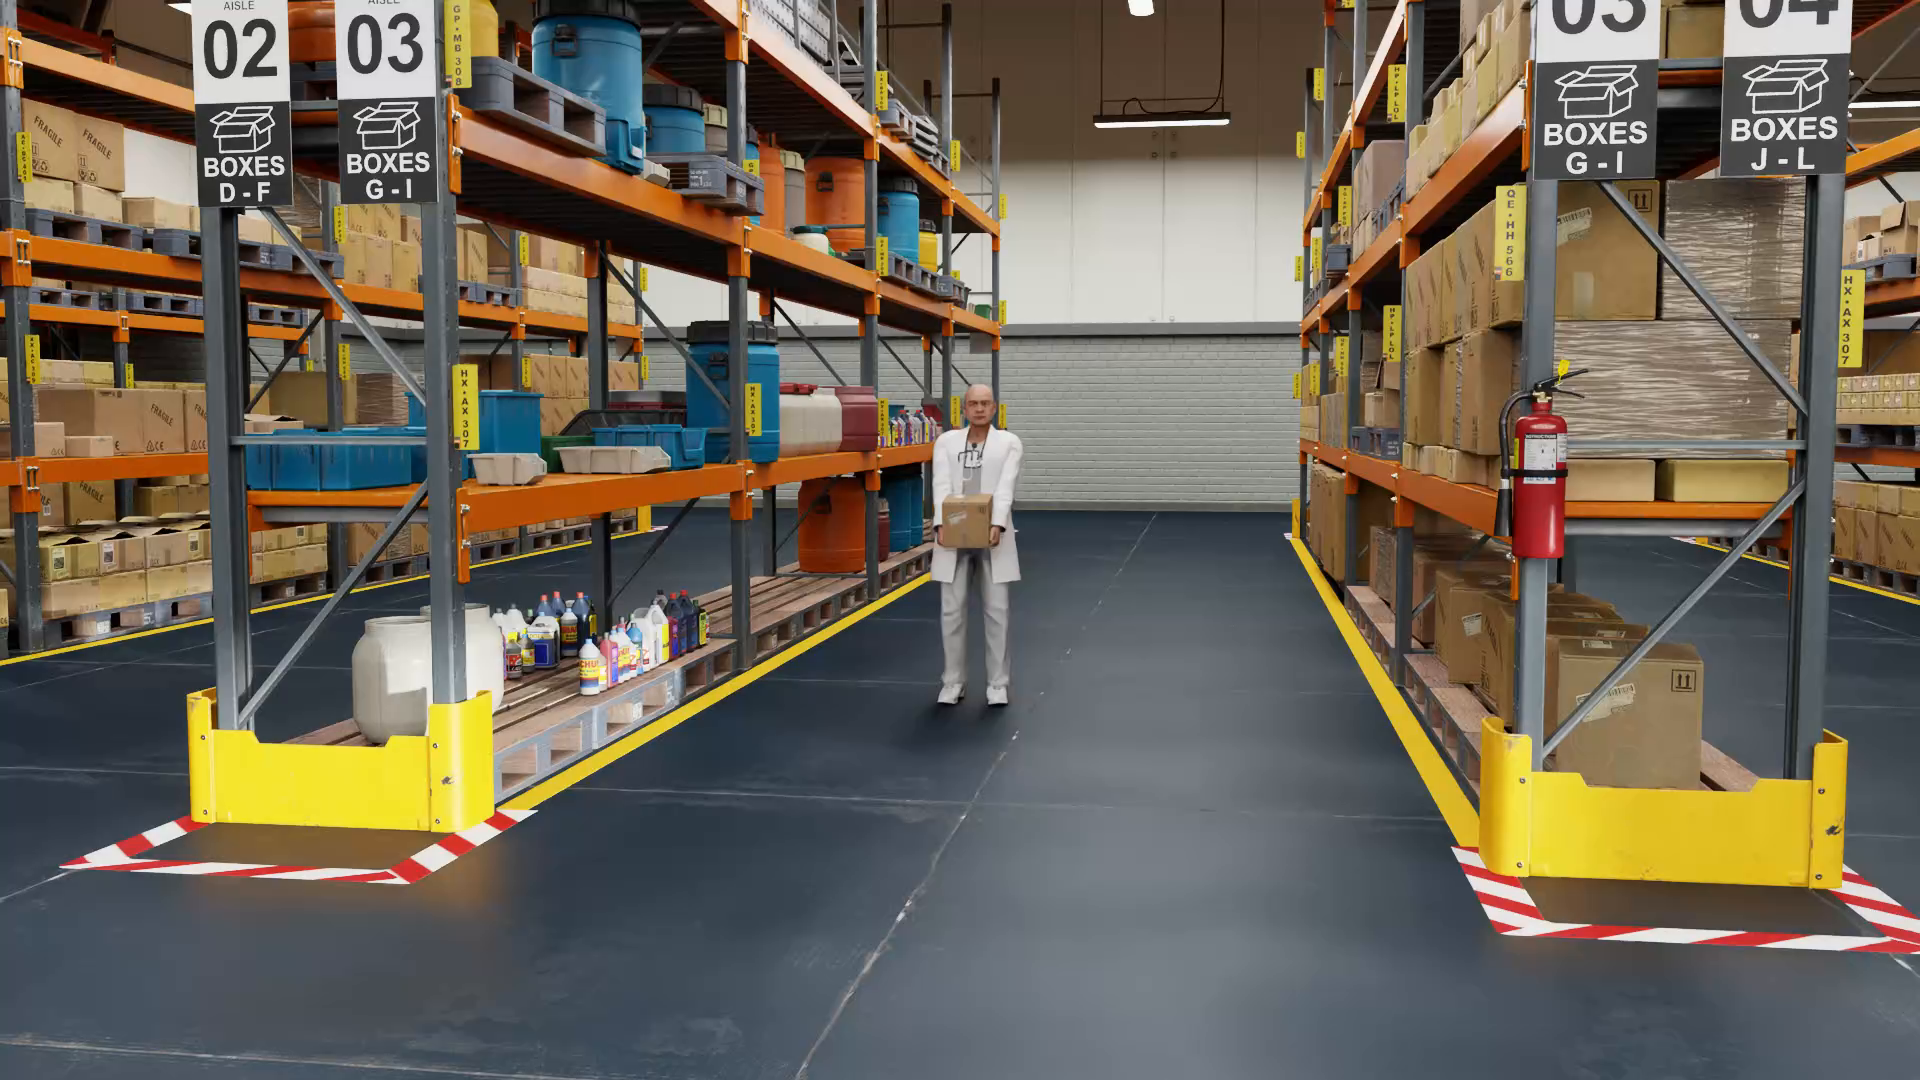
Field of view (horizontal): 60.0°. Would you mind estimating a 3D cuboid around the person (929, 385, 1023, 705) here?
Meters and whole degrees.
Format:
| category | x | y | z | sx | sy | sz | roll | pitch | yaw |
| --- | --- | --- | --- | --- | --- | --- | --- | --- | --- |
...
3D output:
| category | x | y | z | sx | sy | sz | roll | pitch | yaw |
| --- | --- | --- | --- | --- | --- | --- | --- | --- | --- |
| person | 0.077 | 0.028 | 9.232 | 0.526 | 1.780 | 0.551 | 1 | 4 | 8 |
